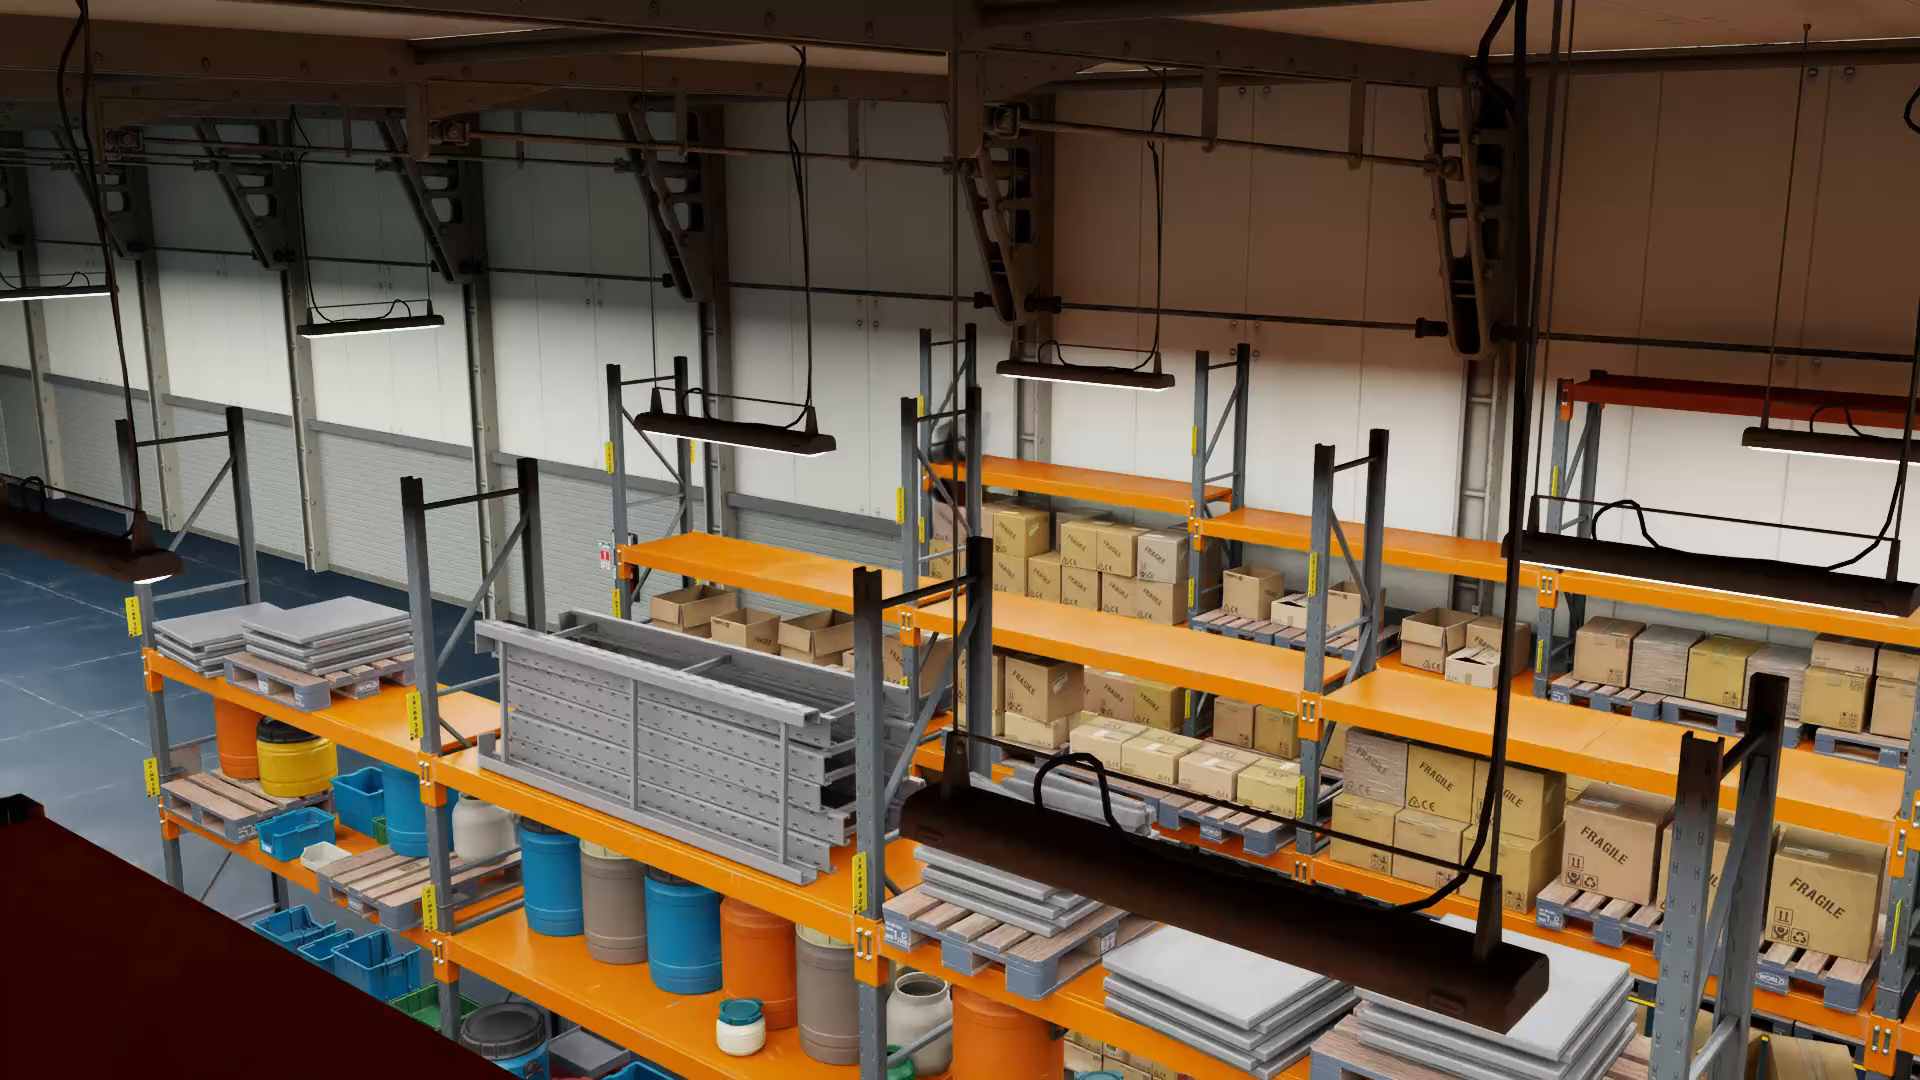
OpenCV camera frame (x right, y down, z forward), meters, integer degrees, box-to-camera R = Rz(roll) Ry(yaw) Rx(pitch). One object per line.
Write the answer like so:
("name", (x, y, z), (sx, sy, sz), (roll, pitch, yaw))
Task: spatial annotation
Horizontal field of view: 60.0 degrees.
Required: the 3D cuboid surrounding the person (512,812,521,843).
("person", (-5.090, 2.934, 19.202), (0.905, 1.825, 0.670), (-6, 14, -26))
